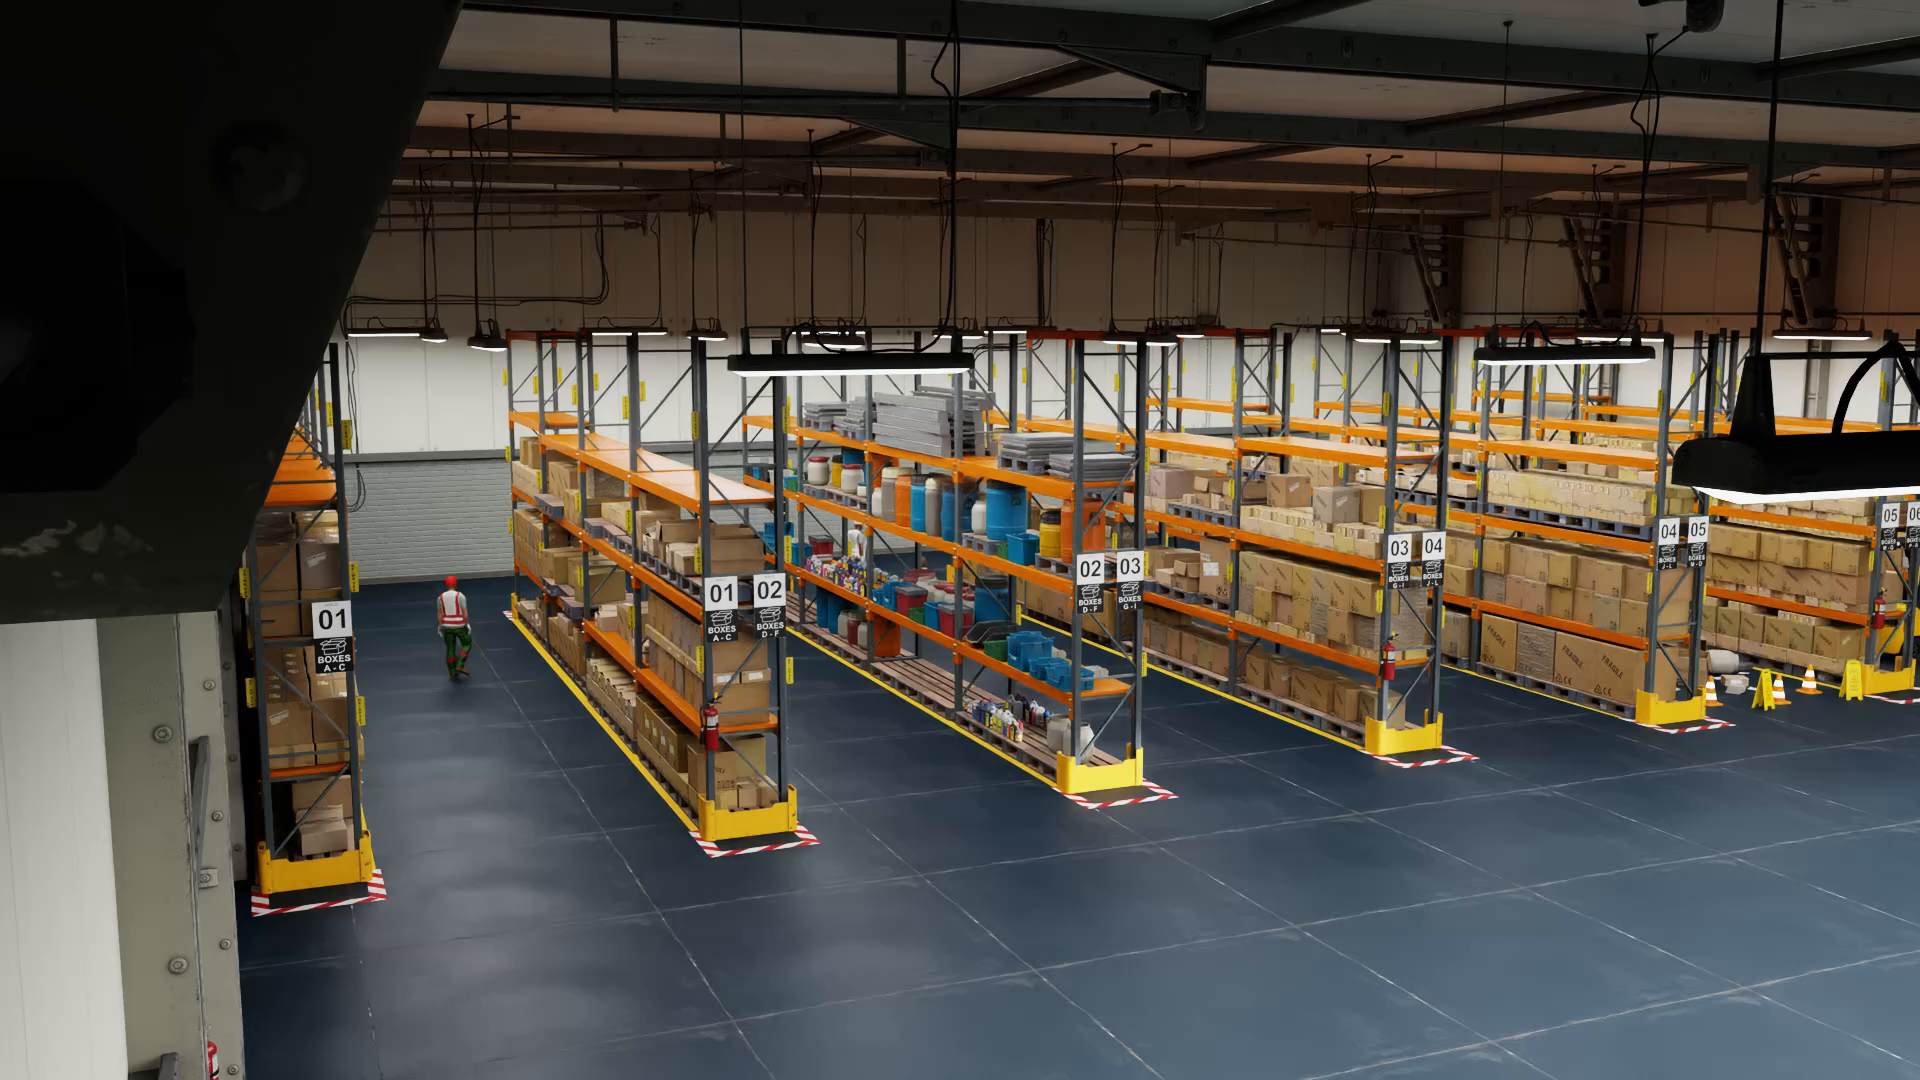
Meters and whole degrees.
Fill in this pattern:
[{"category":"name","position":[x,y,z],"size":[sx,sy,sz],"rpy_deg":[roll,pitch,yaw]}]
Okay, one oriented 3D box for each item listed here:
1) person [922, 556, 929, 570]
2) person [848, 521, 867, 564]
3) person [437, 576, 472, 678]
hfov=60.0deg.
[{"category":"person","position":[-0.761,1.107,32.570],"size":[0.435,1.600,0.430],"rpy_deg":[3,8,22]},{"category":"person","position":[-2.268,0.408,37.141],"size":[0.529,1.819,0.625],"rpy_deg":[-7,10,-40]},{"category":"person","position":[-8.815,1.520,28.946],"size":[0.588,1.792,0.493],"rpy_deg":[1,8,7]}]
